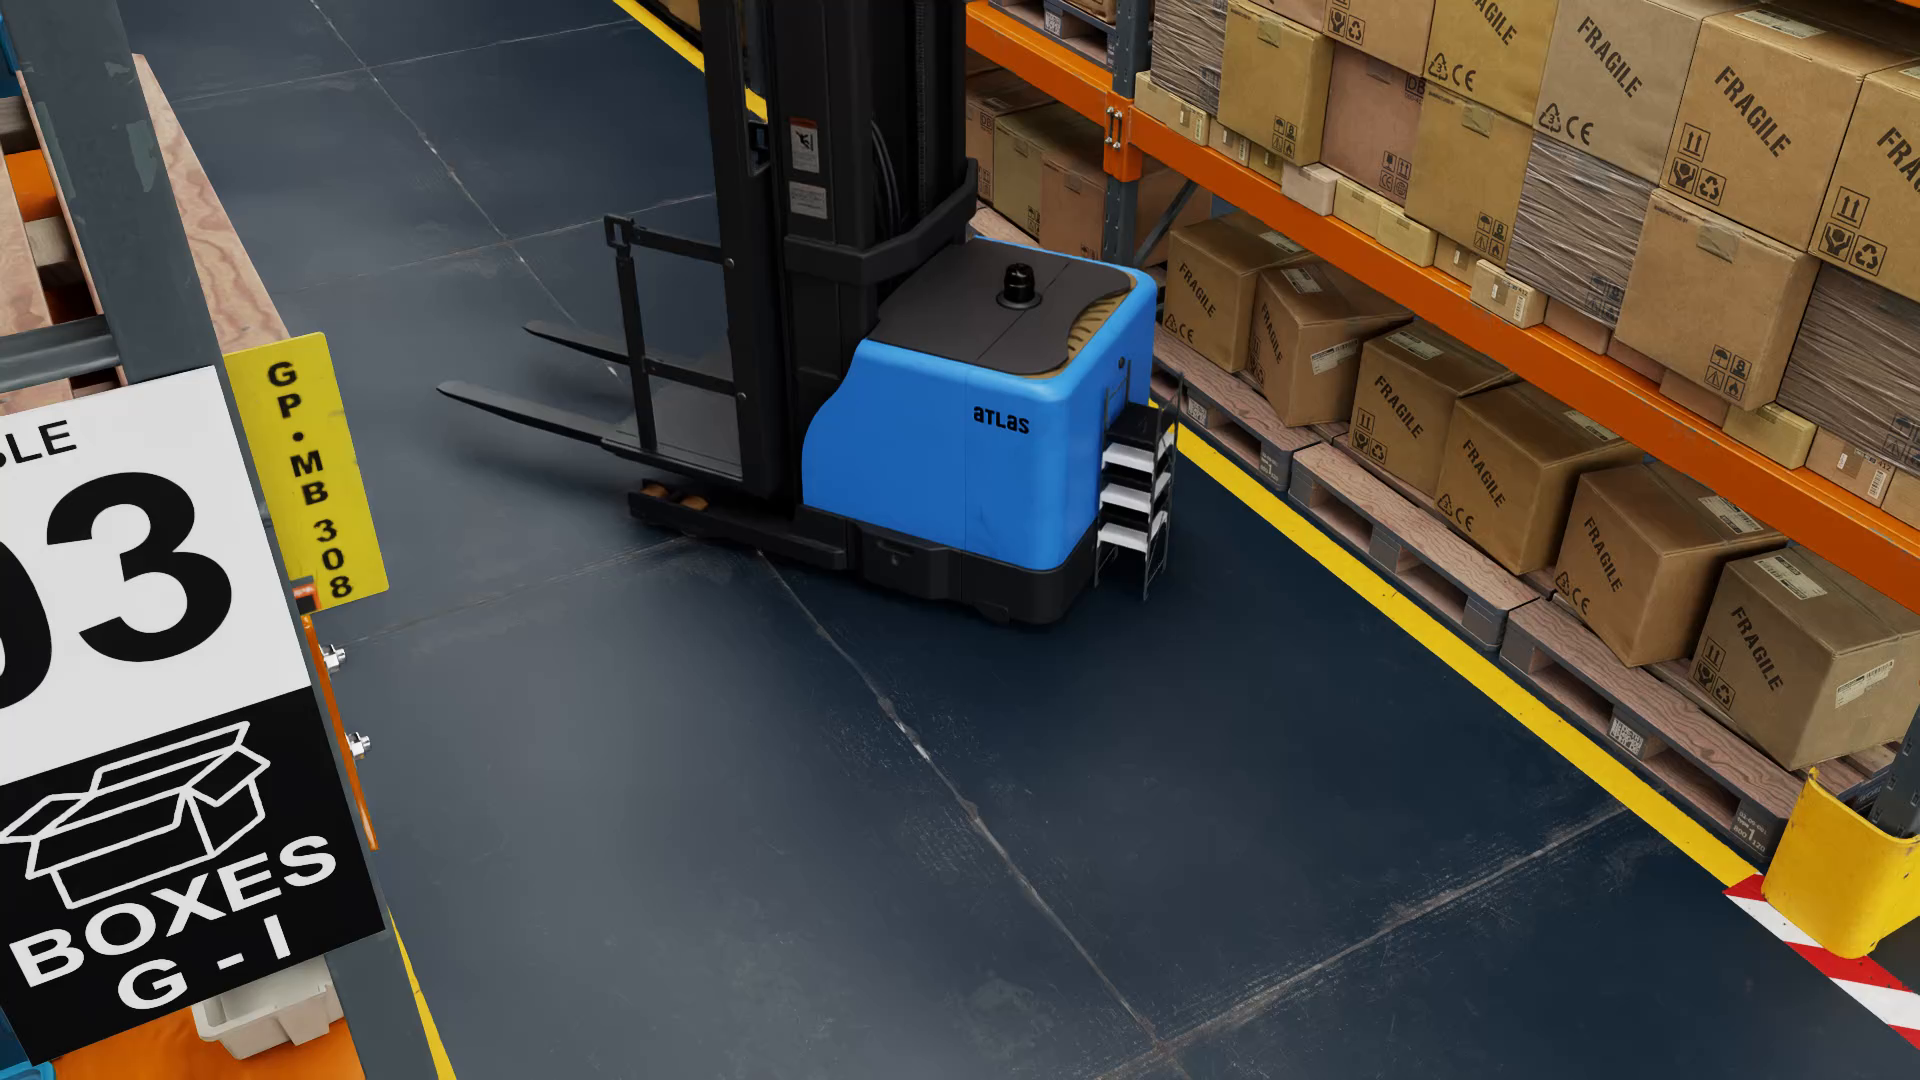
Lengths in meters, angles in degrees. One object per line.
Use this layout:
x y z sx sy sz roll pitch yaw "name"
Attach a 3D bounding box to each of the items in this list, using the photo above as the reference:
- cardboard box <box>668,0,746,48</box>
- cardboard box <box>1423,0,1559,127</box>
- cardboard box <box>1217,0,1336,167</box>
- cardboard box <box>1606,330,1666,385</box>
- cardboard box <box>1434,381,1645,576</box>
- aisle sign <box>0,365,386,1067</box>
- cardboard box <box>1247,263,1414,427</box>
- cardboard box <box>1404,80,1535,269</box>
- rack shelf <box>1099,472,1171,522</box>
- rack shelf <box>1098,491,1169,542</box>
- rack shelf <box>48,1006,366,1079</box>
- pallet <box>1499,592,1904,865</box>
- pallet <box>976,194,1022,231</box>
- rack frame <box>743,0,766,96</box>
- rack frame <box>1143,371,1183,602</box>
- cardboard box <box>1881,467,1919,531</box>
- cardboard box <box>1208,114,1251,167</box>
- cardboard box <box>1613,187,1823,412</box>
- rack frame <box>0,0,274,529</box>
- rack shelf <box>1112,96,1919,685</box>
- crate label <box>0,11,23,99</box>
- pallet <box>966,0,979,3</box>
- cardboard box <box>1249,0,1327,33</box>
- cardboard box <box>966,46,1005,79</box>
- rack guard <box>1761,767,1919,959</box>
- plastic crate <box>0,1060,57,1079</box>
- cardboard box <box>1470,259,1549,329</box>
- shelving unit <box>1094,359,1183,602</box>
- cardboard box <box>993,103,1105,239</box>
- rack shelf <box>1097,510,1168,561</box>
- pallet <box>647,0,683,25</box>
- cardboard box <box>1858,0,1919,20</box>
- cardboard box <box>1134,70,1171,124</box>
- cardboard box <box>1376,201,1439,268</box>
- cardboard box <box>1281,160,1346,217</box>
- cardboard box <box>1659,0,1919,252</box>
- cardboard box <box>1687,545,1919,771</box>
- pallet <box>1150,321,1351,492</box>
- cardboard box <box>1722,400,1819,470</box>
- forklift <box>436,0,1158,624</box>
-1.224 -3.904 10.997 1.225 0.875 0.875 -21 41 -26 "cardboard box"
1.885 -1.693 5.339 0.500 0.500 0.500 -19 40 -24 "cardboard box"
1.508 -1.842 6.391 0.875 0.500 0.500 -19 40 -24 "cardboard box"
2.305 -0.649 5.308 0.380 0.149 0.250 -19 40 -24 "cardboard box"
2.196 -0.258 6.323 0.500 0.500 0.500 -15 39 -20 "cardboard box"
-0.869 0.213 1.711 0.394 0.787 0.004 -19 40 -24 "aisle sign"
1.575 -0.849 7.132 0.500 0.500 0.500 -7 37 -9 "cardboard box"
2.061 -1.349 5.717 0.875 0.500 0.500 -19 40 -24 "cardboard box"
0.669 -0.187 6.299 0.200 0.077 0.258 16 39 21 "rack shelf"
0.669 -0.114 6.352 0.200 0.077 0.258 16 39 21 "rack shelf"
-2.163 0.584 4.018 1.077 0.370 4.000 -19 40 -24 "rack shelf"
2.708 0.508 5.876 1.003 0.211 1.213 -19 40 -24 "pallet"
0.105 -2.088 9.430 1.003 0.211 1.213 -19 40 -24 "pallet"
-0.895 -4.234 10.004 1.000 3.000 0.127 -19 40 -24 "rack frame"
0.761 -0.188 6.244 0.006 0.900 0.240 16 39 21 "rack frame"
2.802 -0.137 4.608 0.380 0.149 0.250 -19 40 -24 "cardboard box"
1.226 -1.644 6.670 0.380 0.149 0.250 -19 40 -24 "cardboard box"
2.516 -0.823 4.997 0.875 0.500 0.500 -19 40 -24 "cardboard box"
-1.159 -1.110 0.640 1.000 3.000 0.127 -19 40 -24 "rack frame"
2.119 -0.884 6.027 1.077 0.370 4.000 -19 40 -24 "rack shelf"
-1.813 -0.891 3.009 0.502 0.251 0.408 -19 40 -24 "crate label"
0.135 -3.159 8.695 1.003 0.211 1.213 -19 40 -24 "pallet"
1.373 -2.199 6.033 0.500 0.500 0.500 -19 40 -24 "cardboard box"
0.039 -2.501 9.377 0.700 0.500 0.500 -16 39 -20 "cardboard box"
3.086 0.816 5.209 1.175 0.500 0.348 -19 40 -24 "rack guard"
-1.669 1.207 2.681 0.499 0.251 0.616 -19 40 -24 "plastic crate"
1.958 -0.871 5.612 0.380 0.149 0.250 -19 40 -24 "cardboard box"
0.669 -0.214 6.280 0.210 0.900 0.258 16 39 21 "shelving unit"
0.601 -1.931 8.597 0.700 0.500 0.500 -19 40 -24 "cardboard box"
0.669 -0.041 6.406 0.200 0.077 0.258 16 39 21 "rack shelf"
-1.835 -4.154 12.259 1.003 0.211 1.213 -19 40 -24 "pallet"
2.838 -1.337 4.853 0.500 0.500 0.500 -19 40 -24 "cardboard box"
0.962 -1.894 7.013 0.380 0.149 0.250 -19 40 -24 "cardboard box"
1.727 -1.133 5.971 0.380 0.149 0.250 -19 40 -24 "cardboard box"
1.450 -1.379 6.308 0.380 0.149 0.250 -19 40 -24 "cardboard box"
2.378 -1.179 4.637 0.500 0.500 0.500 -19 40 -24 "cardboard box"
2.825 0.362 5.475 0.500 0.500 0.500 -12 38 -16 "cardboard box"
1.482 -0.736 7.579 1.003 0.211 1.213 -19 40 -24 "pallet"
2.507 -0.377 4.936 0.380 0.149 0.250 -19 40 -24 "cardboard box"
-0.789 -1.458 6.261 3.031 2.935 1.130 16 39 21 "forklift"
